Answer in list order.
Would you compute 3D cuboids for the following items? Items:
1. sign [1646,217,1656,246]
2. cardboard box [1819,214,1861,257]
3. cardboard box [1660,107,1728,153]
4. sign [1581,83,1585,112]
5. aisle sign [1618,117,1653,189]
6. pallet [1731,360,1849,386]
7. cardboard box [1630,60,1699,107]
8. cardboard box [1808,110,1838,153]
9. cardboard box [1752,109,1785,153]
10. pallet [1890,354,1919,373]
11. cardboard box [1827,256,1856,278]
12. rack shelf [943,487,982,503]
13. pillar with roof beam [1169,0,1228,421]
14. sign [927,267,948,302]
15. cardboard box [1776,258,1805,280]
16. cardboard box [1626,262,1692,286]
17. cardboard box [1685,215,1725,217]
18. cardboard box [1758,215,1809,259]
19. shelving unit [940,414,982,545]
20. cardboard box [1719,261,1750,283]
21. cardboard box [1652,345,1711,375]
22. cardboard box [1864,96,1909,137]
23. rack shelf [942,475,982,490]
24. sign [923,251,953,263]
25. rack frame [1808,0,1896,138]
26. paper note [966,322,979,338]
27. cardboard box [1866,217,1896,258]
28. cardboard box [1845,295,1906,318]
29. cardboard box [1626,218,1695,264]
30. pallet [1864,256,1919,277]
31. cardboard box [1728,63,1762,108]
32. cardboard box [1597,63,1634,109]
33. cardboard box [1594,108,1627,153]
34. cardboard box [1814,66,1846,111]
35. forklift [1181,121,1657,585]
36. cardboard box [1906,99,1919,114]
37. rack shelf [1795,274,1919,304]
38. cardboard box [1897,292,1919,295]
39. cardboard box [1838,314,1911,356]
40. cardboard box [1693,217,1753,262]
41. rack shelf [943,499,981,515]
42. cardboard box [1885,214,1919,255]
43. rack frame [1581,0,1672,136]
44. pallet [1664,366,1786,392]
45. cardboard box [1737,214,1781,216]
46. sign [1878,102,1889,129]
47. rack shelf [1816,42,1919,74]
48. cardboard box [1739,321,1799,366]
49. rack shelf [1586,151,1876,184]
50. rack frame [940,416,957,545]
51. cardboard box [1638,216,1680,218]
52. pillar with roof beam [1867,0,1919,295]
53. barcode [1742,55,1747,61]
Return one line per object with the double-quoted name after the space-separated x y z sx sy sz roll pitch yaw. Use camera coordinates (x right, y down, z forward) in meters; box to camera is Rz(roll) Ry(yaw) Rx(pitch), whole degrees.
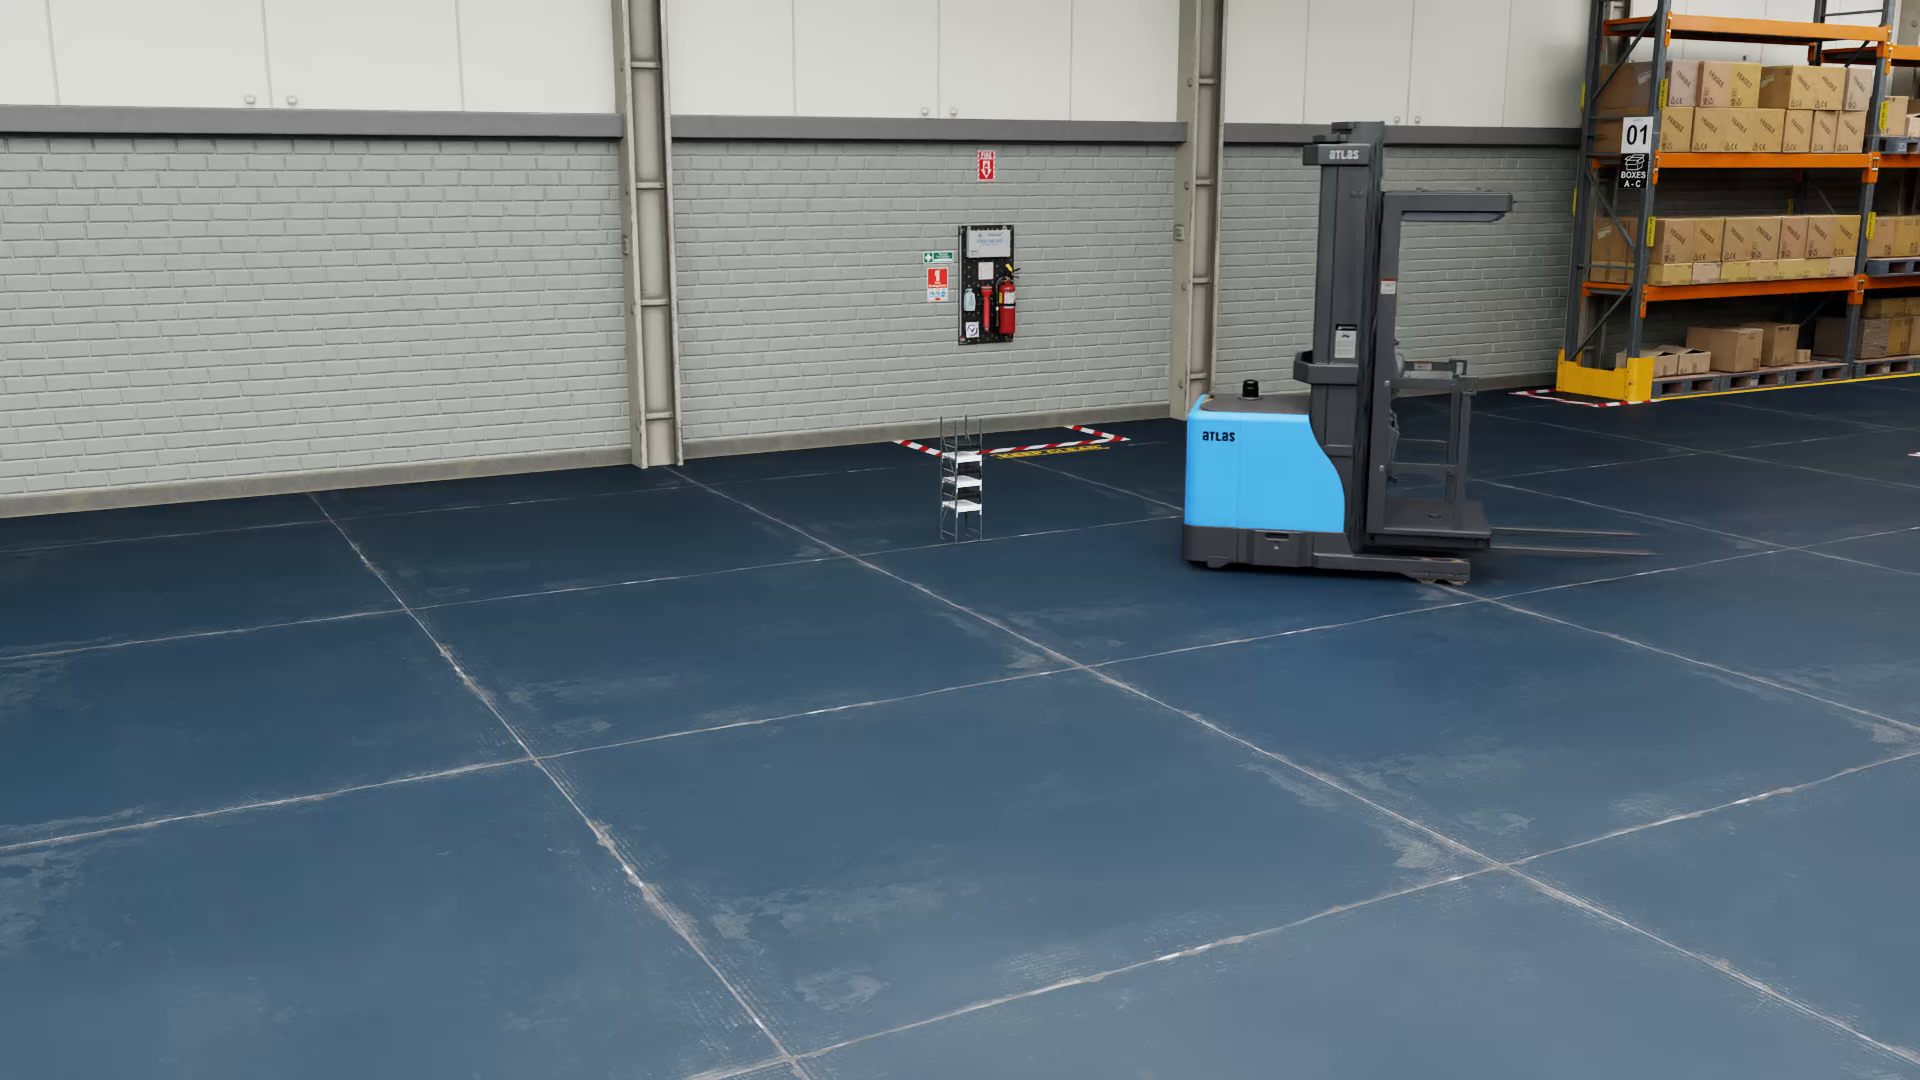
7.828 -3.498 18.849 0.005 0.325 0.100 -7 14 -28 "sign"
10.812 -3.794 20.725 0.500 0.500 0.500 -7 14 -28 "cardboard box"
8.470 -4.739 19.229 0.500 0.500 0.500 -6 14 -24 "cardboard box"
7.320 -5.185 19.467 0.005 0.325 0.100 -7 14 -28 "sign"
7.649 -4.383 18.833 0.004 0.787 0.394 -7 14 -28 "aisle sign"
10.507 -2.163 21.241 1.213 0.211 1.003 -7 14 -28 "pallet"
8.023 -5.184 18.929 0.500 0.500 0.500 -8 15 -32 "cardboard box"
10.304 -4.972 20.263 0.500 0.500 0.500 -8 15 -33 "cardboard box"
9.384 -4.855 19.744 0.500 0.500 0.500 -6 14 -24 "cardboard box"
12.834 -2.452 22.524 1.213 0.211 1.003 -7 14 -28 "pallet"
10.809 -3.429 20.812 0.500 0.250 0.500 -7 14 -28 "cardboard box"
0.007 -0.320 12.041 0.200 0.077 0.258 -7 14 -28 "rack shelf"
4.565 -4.887 13.327 0.400 9.000 9.100 -7 14 -28 "pillar with roof beam"
-0.220 -2.516 16.376 0.234 0.329 0.001 -7 14 -28 "sign"
9.933 -3.323 20.338 0.500 0.250 0.500 -7 14 -28 "cardboard box"
8.149 -3.107 19.380 0.500 0.250 0.500 -7 15 -29 "cardboard box"
9.220 -3.733 20.451 0.500 0.500 0.500 -7 14 -27 "cardboard box"
9.930 -3.690 20.261 0.500 0.500 0.500 -7 15 -29 "cardboard box"
0.007 -0.440 12.014 0.210 0.900 0.258 -7 14 -28 "shelving unit"
9.048 -3.217 19.867 0.500 0.250 0.500 -7 15 -29 "cardboard box"
8.719 -2.199 20.169 0.500 0.311 0.500 -6 14 -23 "cardboard box"
11.597 -5.360 21.079 0.500 0.500 0.500 -5 13 -20 "cardboard box"
0.007 -0.407 12.021 0.200 0.077 0.258 -7 14 -28 "rack shelf"
-0.212 -2.773 16.312 0.331 0.109 0.001 -7 14 -28 "sign"
11.079 -6.528 20.620 0.127 3.000 1.000 -7 14 -28 "rack frame"
0.126 -2.102 16.623 0.142 0.148 0.016 -7 14 -28 "paper note"
11.542 -3.912 21.428 0.500 0.500 0.700 -7 14 -28 "cardboard box"
12.102 -3.090 21.990 0.500 0.250 0.500 -7 15 -29 "cardboard box"
8.131 -3.475 19.307 0.500 0.500 0.500 -7 14 -28 "cardboard box"
11.820 -3.560 21.533 1.213 0.211 1.003 -7 14 -28 "pallet"
8.932 -5.283 19.369 0.500 0.500 0.500 -6 14 -26 "cardboard box"
7.821 -5.286 19.382 0.500 0.500 0.500 -6 14 -25 "cardboard box"
7.813 -4.795 19.478 0.500 0.500 0.500 -6 14 -24 "cardboard box"
10.291 -5.446 20.094 0.500 0.500 0.500 -6 14 -25 "cardboard box"
3.071 -1.263 11.044 3.031 2.935 1.130 3 13 13 "forklift"
12.680 -5.490 21.656 0.500 0.500 0.500 -7 15 -30 "cardboard box"
12.835 -3.461 22.293 4.000 0.370 1.077 -7 14 -28 "rack shelf"
13.004 -3.194 22.454 0.500 0.250 0.500 -7 14 -28 "cardboard box"
12.147 -2.741 22.148 0.500 0.500 0.700 -7 15 -29 "cardboard box"
9.026 -3.578 19.765 0.500 0.500 0.500 -7 15 -30 "cardboard box"
0.007 -0.232 12.061 0.200 0.077 0.258 -7 14 -28 "rack shelf"
12.599 -4.044 22.018 0.500 0.500 0.700 -5 14 -20 "cardboard box"
7.568 -6.107 18.750 0.127 3.000 1.000 -7 14 -28 "rack frame"
9.435 -2.034 20.667 1.213 0.211 1.003 -7 14 -28 "pallet"
10.111 -3.841 20.931 0.500 0.500 0.500 -7 14 -28 "cardboard box"
11.346 -5.213 20.432 0.005 0.325 0.100 -7 14 -28 "sign"
12.835 -6.192 21.678 4.000 0.370 1.077 -7 14 -28 "rack shelf"
10.187 -2.479 20.986 0.500 0.500 0.500 -8 15 -32 "cardboard box"
9.324 -4.503 20.094 4.000 0.370 1.077 -7 14 -28 "rack shelf"
-0.082 -0.429 11.967 0.006 0.900 0.240 -7 14 -28 "rack frame"
8.327 -3.624 19.970 0.500 0.500 0.500 -7 14 -27 "cardboard box"
15.097 -6.149 18.937 0.400 9.000 9.100 -7 14 -28 "pillar with roof beam"
9.653 -5.928 20.459 0.075 0.075 0.001 -7 14 -28 "barcode"
